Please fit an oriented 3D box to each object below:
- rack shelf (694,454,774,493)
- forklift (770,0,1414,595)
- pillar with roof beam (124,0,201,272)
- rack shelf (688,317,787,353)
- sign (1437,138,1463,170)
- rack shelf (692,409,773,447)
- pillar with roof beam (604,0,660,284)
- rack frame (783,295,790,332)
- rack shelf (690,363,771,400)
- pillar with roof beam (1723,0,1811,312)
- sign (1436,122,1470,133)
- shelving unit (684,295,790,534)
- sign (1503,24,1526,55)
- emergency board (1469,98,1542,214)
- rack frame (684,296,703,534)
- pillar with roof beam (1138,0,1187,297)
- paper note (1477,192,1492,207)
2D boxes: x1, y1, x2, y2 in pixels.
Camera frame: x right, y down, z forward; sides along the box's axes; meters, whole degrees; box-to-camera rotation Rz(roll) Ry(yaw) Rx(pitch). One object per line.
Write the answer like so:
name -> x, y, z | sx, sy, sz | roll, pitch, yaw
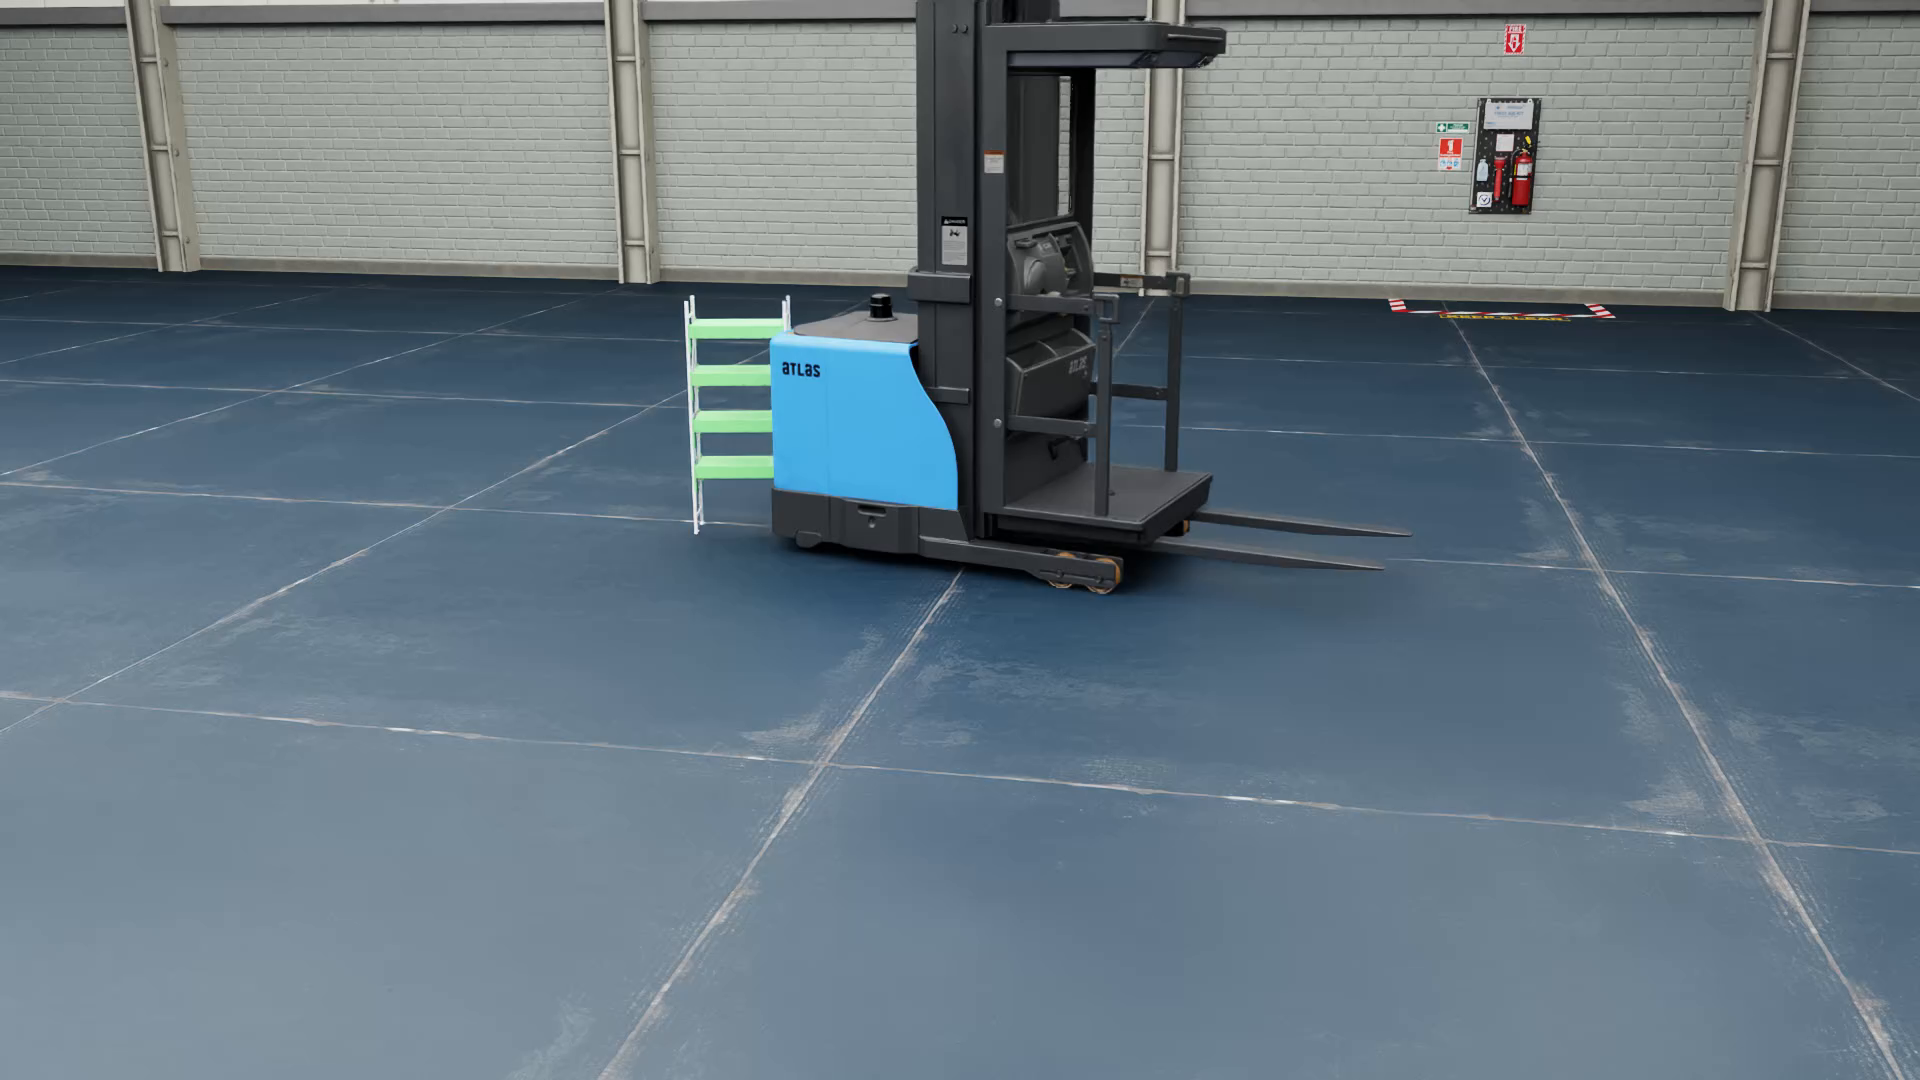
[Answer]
rack shelf -> -1.124, -0.349, 8.644 | 0.480, 0.148, 0.258 | 0, 15, -1
forklift -> 0.614, -1.325, 7.785 | 3.031, 2.935, 1.130 | 7, 17, 24
pillar with roof beam -> -10.455, -6.529, 15.203 | 0.400, 9.000, 9.100 | 3, 16, 11
rack shelf -> -1.124, -1.043, 8.452 | 0.480, 0.148, 0.258 | 0, 15, -1
sign -> 5.107, -4.021, 17.322 | 0.234, 0.329, 0.001 | 3, 16, 11
rack shelf -> -1.124, -0.581, 8.580 | 0.480, 0.148, 0.258 | 0, 15, -1
pillar with roof beam -> -4.575, -6.209, 14.051 | 0.400, 9.000, 9.100 | 3, 16, 11
rack frame -> -0.880, -0.644, 8.568 | 0.015, 1.200, 0.240 | 0, 15, -1
rack shelf -> -1.124, -0.812, 8.516 | 0.480, 0.148, 0.258 | 0, 15, -1
pillar with roof beam -> 7.184, -5.571, 11.747 | 0.400, 9.000, 9.100 | 3, 16, 11
sign -> 5.109, -4.274, 17.242 | 0.331, 0.109, 0.001 | 3, 16, 11
shelving unit -> -1.124, -0.642, 8.563 | 0.503, 1.200, 0.258 | 0, 15, -1
sign -> 5.640, -5.091, 16.910 | 0.199, 0.298, 0.001 | 3, 16, 11
emergency board -> 5.628, -3.947, 17.124 | 0.643, 1.169, 0.194 | 3, 16, 11
rack frame -> -1.368, -0.641, 8.558 | 0.015, 1.200, 0.240 | 0, 15, -1
pillar with roof beam -> 1.304, -5.890, 12.899 | 0.400, 9.000, 9.100 | 3, 16, 11
paper note -> 5.468, -3.550, 17.340 | 0.142, 0.148, 0.016 | 3, 16, 11
